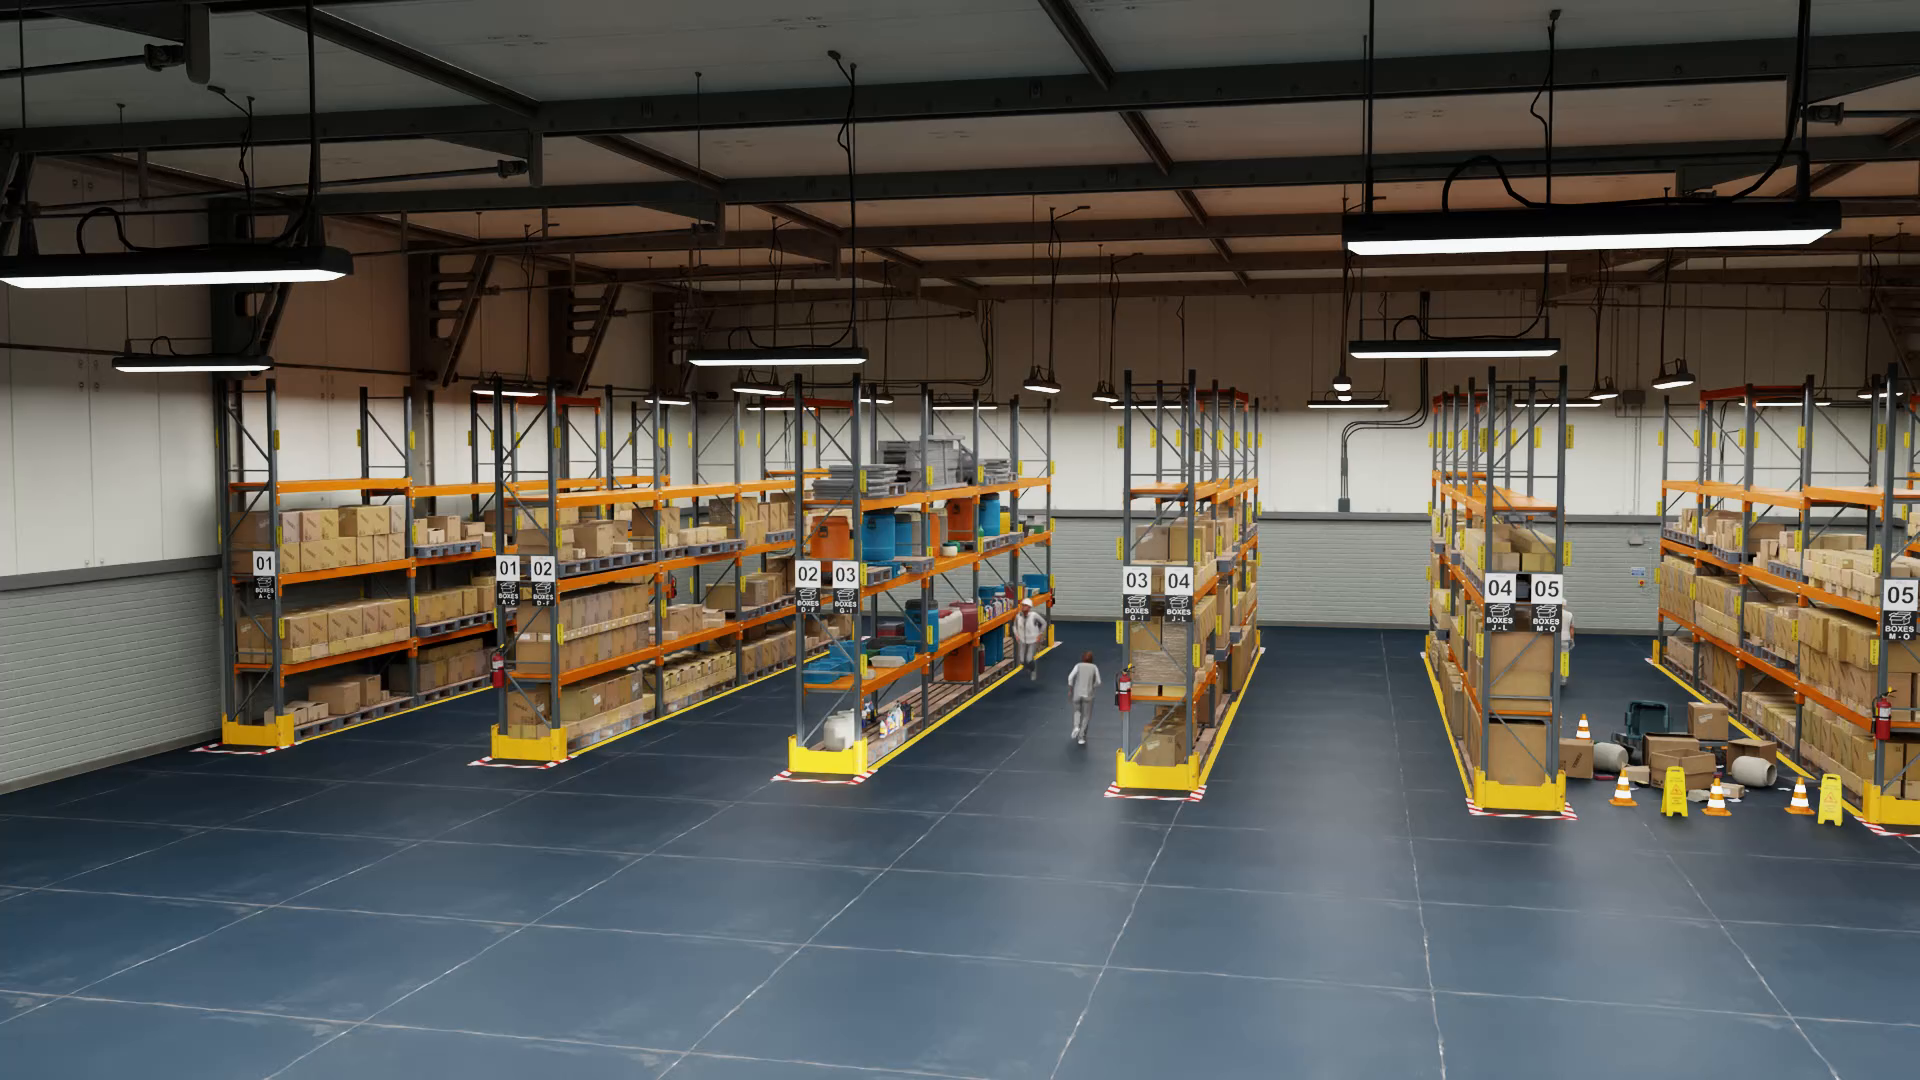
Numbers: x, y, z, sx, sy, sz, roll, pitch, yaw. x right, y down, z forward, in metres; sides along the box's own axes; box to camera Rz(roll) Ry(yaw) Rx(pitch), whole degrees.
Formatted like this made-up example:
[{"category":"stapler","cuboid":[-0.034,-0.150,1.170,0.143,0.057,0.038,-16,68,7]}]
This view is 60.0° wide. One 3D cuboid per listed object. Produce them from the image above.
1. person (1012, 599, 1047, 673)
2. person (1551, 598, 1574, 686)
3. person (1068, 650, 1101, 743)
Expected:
[{"category":"person","cuboid":[1.406,1.929,33.494,0.702,1.510,0.717,1,4,22]},{"category":"person","cuboid":[12.276,2.069,33.976,0.602,1.791,0.467,-1,4,-12]},{"category":"person","cuboid":[2.068,2.596,27.704,0.512,1.500,0.752,1,4,17]}]
